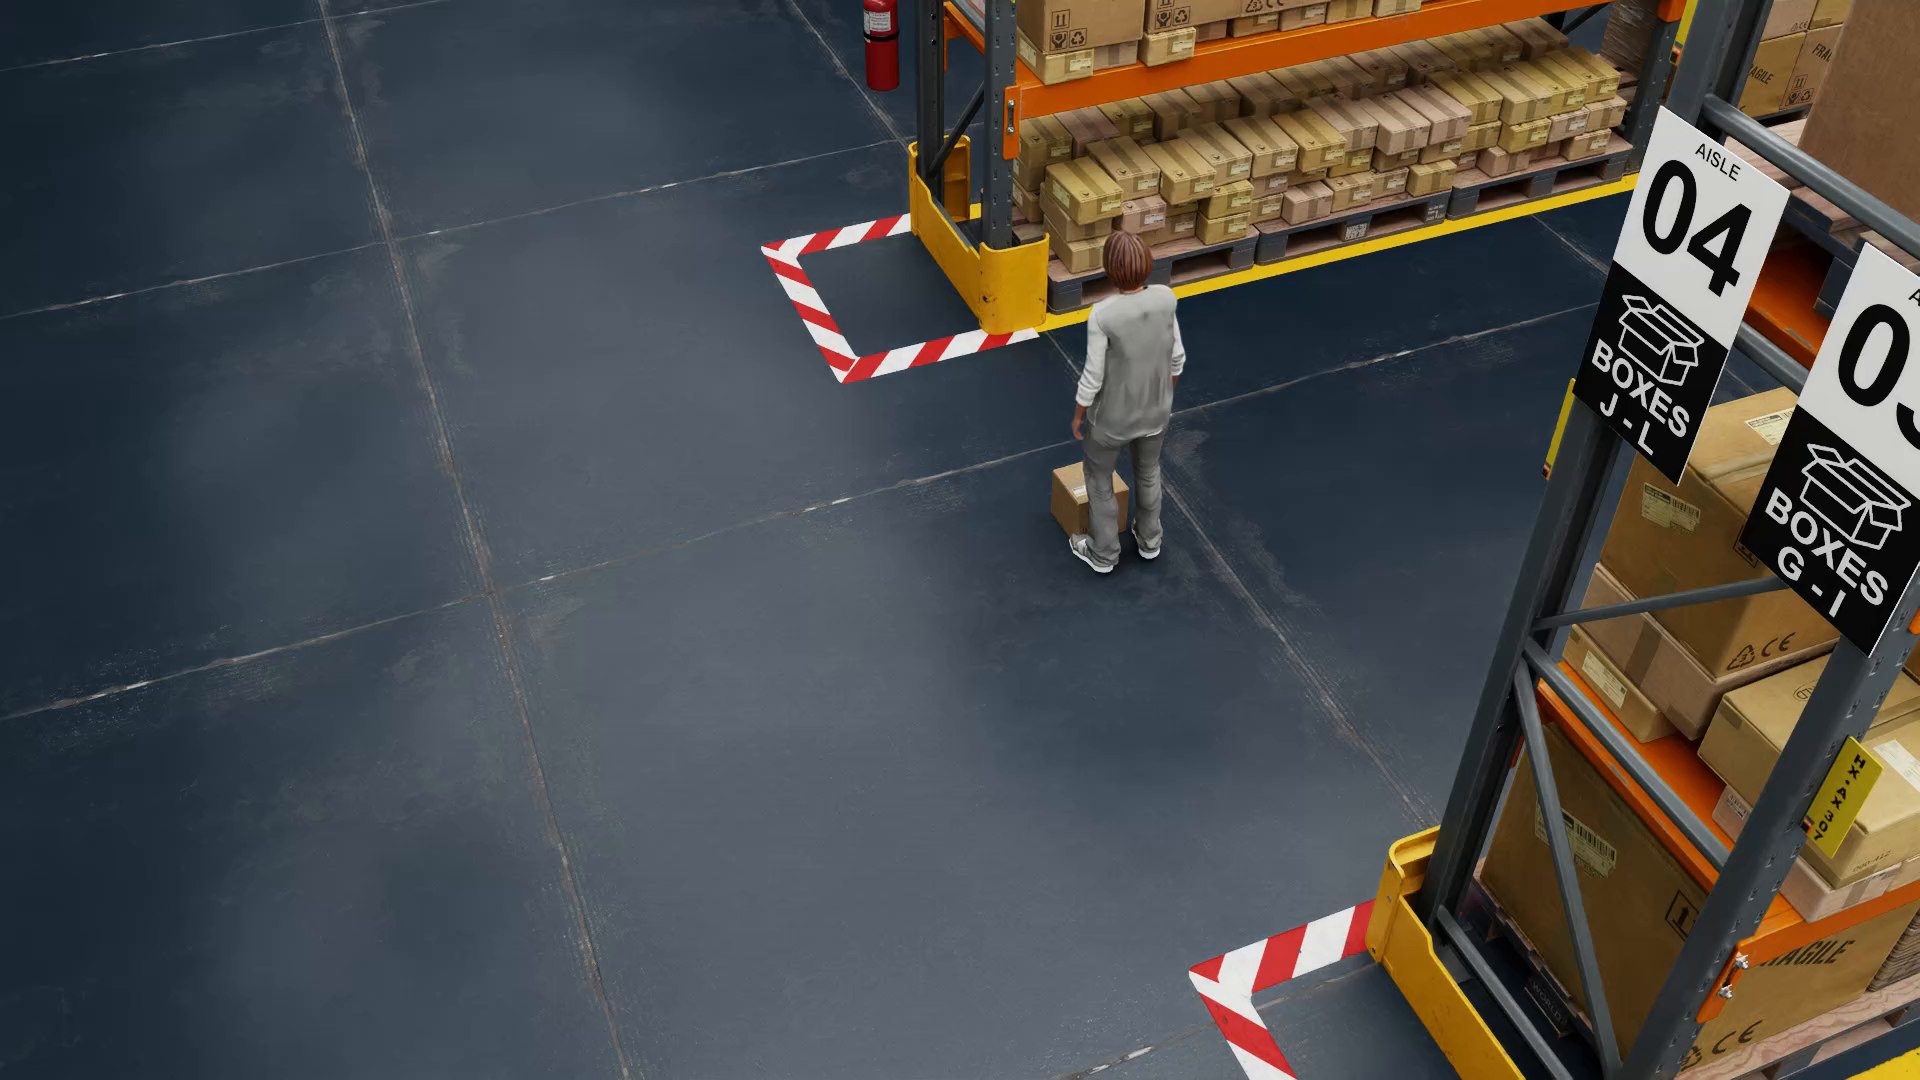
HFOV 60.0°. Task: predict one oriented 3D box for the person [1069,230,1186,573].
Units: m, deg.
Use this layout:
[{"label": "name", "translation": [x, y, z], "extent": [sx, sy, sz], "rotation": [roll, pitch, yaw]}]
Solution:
[{"label": "person", "translation": [0.673, -0.524, 6.743], "extent": [0.468, 1.593, 0.350], "rotation": [-16, 45, -17]}]
